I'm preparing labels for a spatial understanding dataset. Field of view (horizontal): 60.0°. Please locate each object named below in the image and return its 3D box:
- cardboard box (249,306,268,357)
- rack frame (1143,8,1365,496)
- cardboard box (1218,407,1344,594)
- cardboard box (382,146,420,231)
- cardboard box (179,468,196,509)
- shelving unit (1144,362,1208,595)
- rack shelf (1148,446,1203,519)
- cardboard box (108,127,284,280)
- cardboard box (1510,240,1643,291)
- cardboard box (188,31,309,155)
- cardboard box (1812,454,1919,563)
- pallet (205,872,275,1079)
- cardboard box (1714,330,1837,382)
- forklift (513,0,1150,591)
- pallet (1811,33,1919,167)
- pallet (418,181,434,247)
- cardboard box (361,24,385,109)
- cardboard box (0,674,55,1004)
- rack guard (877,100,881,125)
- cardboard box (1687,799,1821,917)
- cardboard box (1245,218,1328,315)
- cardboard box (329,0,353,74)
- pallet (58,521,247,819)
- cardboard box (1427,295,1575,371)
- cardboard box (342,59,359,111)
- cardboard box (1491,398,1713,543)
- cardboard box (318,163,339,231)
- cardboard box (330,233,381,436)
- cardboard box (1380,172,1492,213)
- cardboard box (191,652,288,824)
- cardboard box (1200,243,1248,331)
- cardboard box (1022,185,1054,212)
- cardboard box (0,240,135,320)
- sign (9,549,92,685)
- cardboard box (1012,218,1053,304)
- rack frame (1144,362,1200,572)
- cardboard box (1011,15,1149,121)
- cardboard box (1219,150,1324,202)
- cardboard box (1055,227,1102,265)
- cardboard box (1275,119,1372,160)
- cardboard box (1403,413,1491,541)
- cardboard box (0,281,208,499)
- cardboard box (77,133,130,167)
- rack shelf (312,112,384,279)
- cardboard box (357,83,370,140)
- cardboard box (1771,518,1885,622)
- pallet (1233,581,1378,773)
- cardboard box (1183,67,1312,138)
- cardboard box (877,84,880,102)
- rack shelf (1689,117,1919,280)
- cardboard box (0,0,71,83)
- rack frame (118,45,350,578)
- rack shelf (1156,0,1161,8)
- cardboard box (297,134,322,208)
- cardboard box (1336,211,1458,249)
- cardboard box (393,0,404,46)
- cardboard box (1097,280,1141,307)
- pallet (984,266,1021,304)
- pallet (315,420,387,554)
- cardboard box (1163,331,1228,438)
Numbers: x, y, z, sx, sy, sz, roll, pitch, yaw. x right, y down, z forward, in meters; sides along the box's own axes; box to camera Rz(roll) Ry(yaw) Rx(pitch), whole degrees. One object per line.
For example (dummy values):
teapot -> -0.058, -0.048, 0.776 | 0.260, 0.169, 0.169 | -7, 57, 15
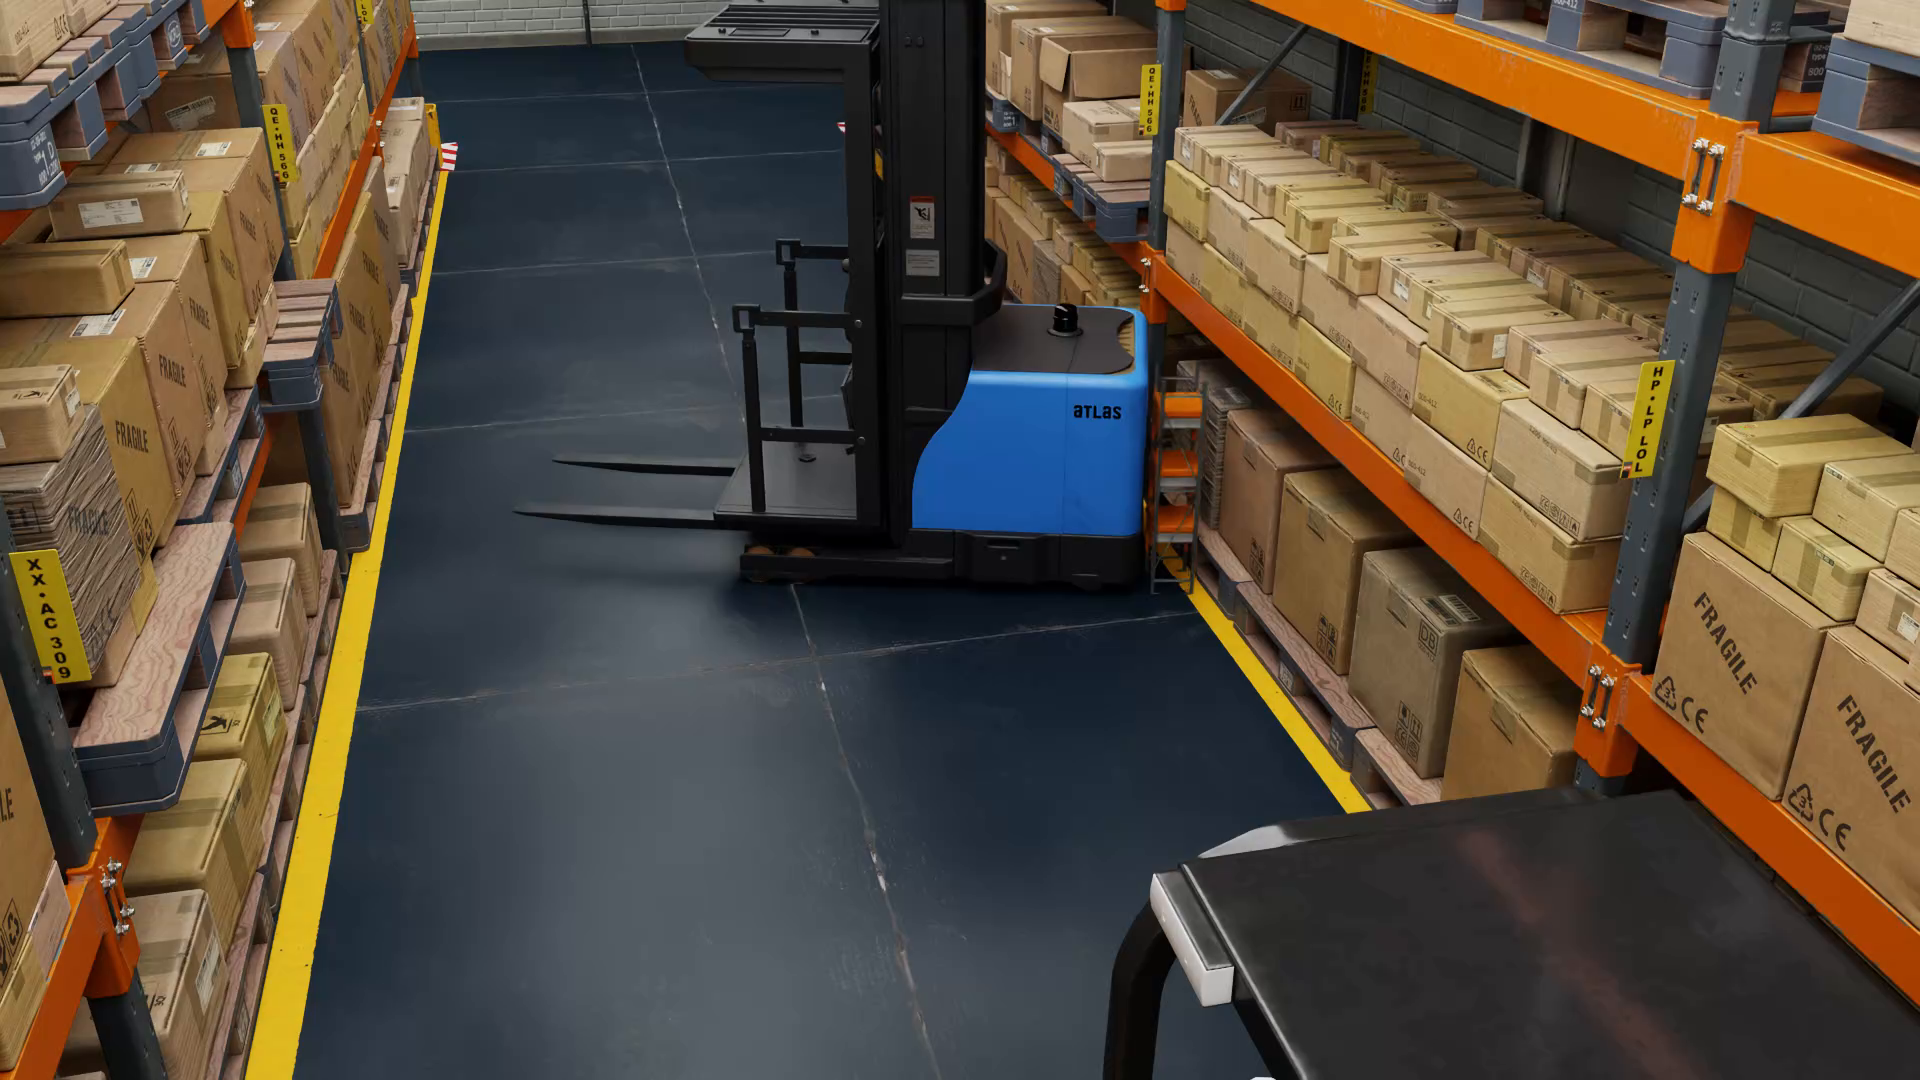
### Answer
cardboard box -> -2.828, -0.768, 6.256 | 0.380, 0.149, 0.250 | -7, 28, -14
rack frame -> 1.423, -1.646, 8.183 | 1.000, 3.000, 0.127 | -6, 27, -12
cardboard box -> 1.705, -0.213, 7.512 | 0.875, 0.625, 0.625 | -5, 27, -10
cardboard box -> -4.553, -2.620, 12.489 | 0.875, 0.438, 0.875 | -7, 28, -13
cardboard box -> -2.584, -0.188, 5.106 | 0.380, 0.149, 0.250 | -6, 27, -11
shelving unit -> 0.983, -0.274, 7.616 | 0.215, 1.050, 0.252 | 0, 25, -1
rack shelf -> 0.983, -0.264, 7.620 | 0.215, 0.259, 0.240 | 0, 25, -1
cardboard box -> -3.039, -1.334, 6.658 | 0.500, 0.500, 0.500 | -7, 28, -13
cardboard box -> 2.219, -0.966, 6.004 | 0.380, 0.149, 0.250 | -6, 27, -12
cardboard box -> -3.406, -2.090, 7.841 | 0.500, 0.500, 0.500 | -6, 27, -11
cardboard box -> 2.272, -0.084, 3.926 | 0.380, 0.149, 0.250 | -6, 27, -11
pallet -> -2.687, 1.518, 5.007 | 1.003, 0.211, 1.213 | -6, 27, -12
cardboard box -> 2.445, -0.524, 5.128 | 0.380, 0.149, 0.250 | -7, 28, -13
forklift -> -0.624, -1.335, 7.641 | 3.031, 2.935, 1.130 | 2, 27, 5
pallet -> 2.542, -0.818, 3.312 | 1.003, 0.211, 1.213 | -6, 27, -12
pallet -> -4.687, -2.530, 13.029 | 1.003, 0.211, 1.213 | -6, 27, -12
cardboard box -> -4.164, -3.174, 11.099 | 0.500, 0.500, 0.500 | -5, 27, -10
cardboard box -> -2.168, 0.608, 3.276 | 0.500, 0.500, 0.500 | -7, 28, -13
rack guard -> -0.362, -4.009, 15.638 | 1.175, 0.500, 0.348 | -6, 27, -12
cardboard box -> 2.128, 0.947, 4.520 | 0.500, 0.250, 0.500 | -6, 27, -12
cardboard box -> 1.497, -1.132, 6.775 | 0.500, 0.250, 0.500 | -7, 28, -13
cardboard box -> -3.844, -2.991, 9.626 | 0.500, 0.500, 0.500 | -5, 27, -11
pallet -> -2.541, 0.351, 4.439 | 1.003, 0.211, 1.213 | -6, 27, -12
cardboard box -> 1.763, -0.678, 5.434 | 0.380, 0.149, 0.250 | -7, 28, -13
cardboard box -> -3.857, -2.666, 9.814 | 0.500, 0.250, 0.500 | -5, 27, -10
cardboard box -> 1.965, -0.236, 5.001 | 0.500, 0.250, 0.500 | -7, 28, -13
cardboard box -> -3.522, -1.769, 8.592 | 0.500, 0.250, 0.500 | -5, 27, -10
cardboard box -> -3.683, -1.083, 8.960 | 0.875, 0.875, 0.875 | -6, 27, -11
cardboard box -> 1.967, -1.412, 6.887 | 0.380, 0.149, 0.250 | -6, 27, -12
cardboard box -> -2.955, 0.750, 5.884 | 0.950, 0.372, 0.625 | -5, 27, -10
cardboard box -> 1.394, -1.139, 7.343 | 0.500, 0.250, 0.500 | -7, 28, -13
cardboard box -> 0.625, -2.235, 10.937 | 0.380, 0.149, 0.250 | -6, 27, -12
cardboard box -> -2.617, -0.748, 4.776 | 0.380, 0.149, 0.250 | -4, 27, -9
sign -> -1.983, 0.170, 3.623 | 0.100, 0.325, 0.005 | -6, 27, -12
cardboard box -> 0.649, -1.787, 10.769 | 0.500, 0.500, 0.500 | -7, 28, -13
rack frame -> 0.981, -0.326, 7.726 | 0.200, 1.050, 0.008 | 0, 25, -1
cardboard box -> 0.707, -2.828, 9.946 | 0.700, 0.500, 0.500 | -6, 27, -12
cardboard box -> 1.352, -1.584, 7.228 | 0.380, 0.149, 0.250 | -5, 27, -10
cardboard box -> 0.794, -1.784, 10.043 | 0.380, 0.149, 0.250 | -7, 28, -14
cardboard box -> 1.694, -1.858, 7.772 | 0.380, 0.149, 0.250 | -5, 27, -10
cardboard box -> 1.838, -0.238, 5.560 | 0.500, 0.250, 0.500 | -6, 27, -12
cardboard box -> -2.548, -0.423, 4.852 | 0.500, 0.500, 0.500 | -6, 27, -12
cardboard box -> -3.536, -1.285, 6.559 | 0.500, 0.500, 0.500 | -7, 28, -13
rack shelf -> -3.863, -1.698, 9.083 | 1.077, 0.370, 4.000 | -6, 27, -12
cardboard box -> -3.967, -2.659, 10.355 | 0.500, 0.250, 0.500 | -7, 28, -13
cardboard box -> 2.200, 0.055, 3.980 | 0.380, 0.149, 0.250 | -5, 27, -10
pallet -> 1.842, 0.498, 7.029 | 1.003, 0.211, 1.213 | -6, 27, -12
cardboard box -> 1.460, -2.120, 8.545 | 0.500, 0.500, 0.500 | -5, 27, -9
cardboard box -> -0.334, -3.953, 15.058 | 0.797, 0.503, 0.637 | -7, 28, -14
rack shelf -> 2.776, -0.030, 2.451 | 1.077, 0.370, 4.000 | -6, 27, -12
cardboard box -> -2.251, -1.142, 3.554 | 0.500, 0.250, 0.500 | -7, 28, -13
rack frame -> -3.412, -1.141, 7.181 | 1.000, 3.000, 0.127 | -6, 27, -12
rack shelf -> 0.973, -3.542, 9.409 | 1.077, 0.370, 4.000 | -6, 27, -12
cardboard box -> -3.401, -1.772, 8.043 | 0.500, 0.250, 0.500 | -5, 27, -10
cardboard box -> 1.662, -1.141, 6.351 | 0.380, 0.149, 0.250 | -6, 27, -12
cardboard box -> -4.624, -4.066, 12.866 | 0.500, 0.500, 0.500 | -5, 27, -10
cardboard box -> 0.974, -1.315, 9.115 | 0.380, 0.149, 0.250 | -7, 28, -14
pallet -> 0.742, -1.804, 11.591 | 1.003, 0.211, 1.213 | -6, 27, -12
pallet -> -3.516, -0.250, 8.510 | 1.003, 0.211, 1.213 | -6, 27, -12
cardboard box -> 1.119, -0.882, 8.976 | 0.500, 0.500, 0.500 | -5, 27, -10
